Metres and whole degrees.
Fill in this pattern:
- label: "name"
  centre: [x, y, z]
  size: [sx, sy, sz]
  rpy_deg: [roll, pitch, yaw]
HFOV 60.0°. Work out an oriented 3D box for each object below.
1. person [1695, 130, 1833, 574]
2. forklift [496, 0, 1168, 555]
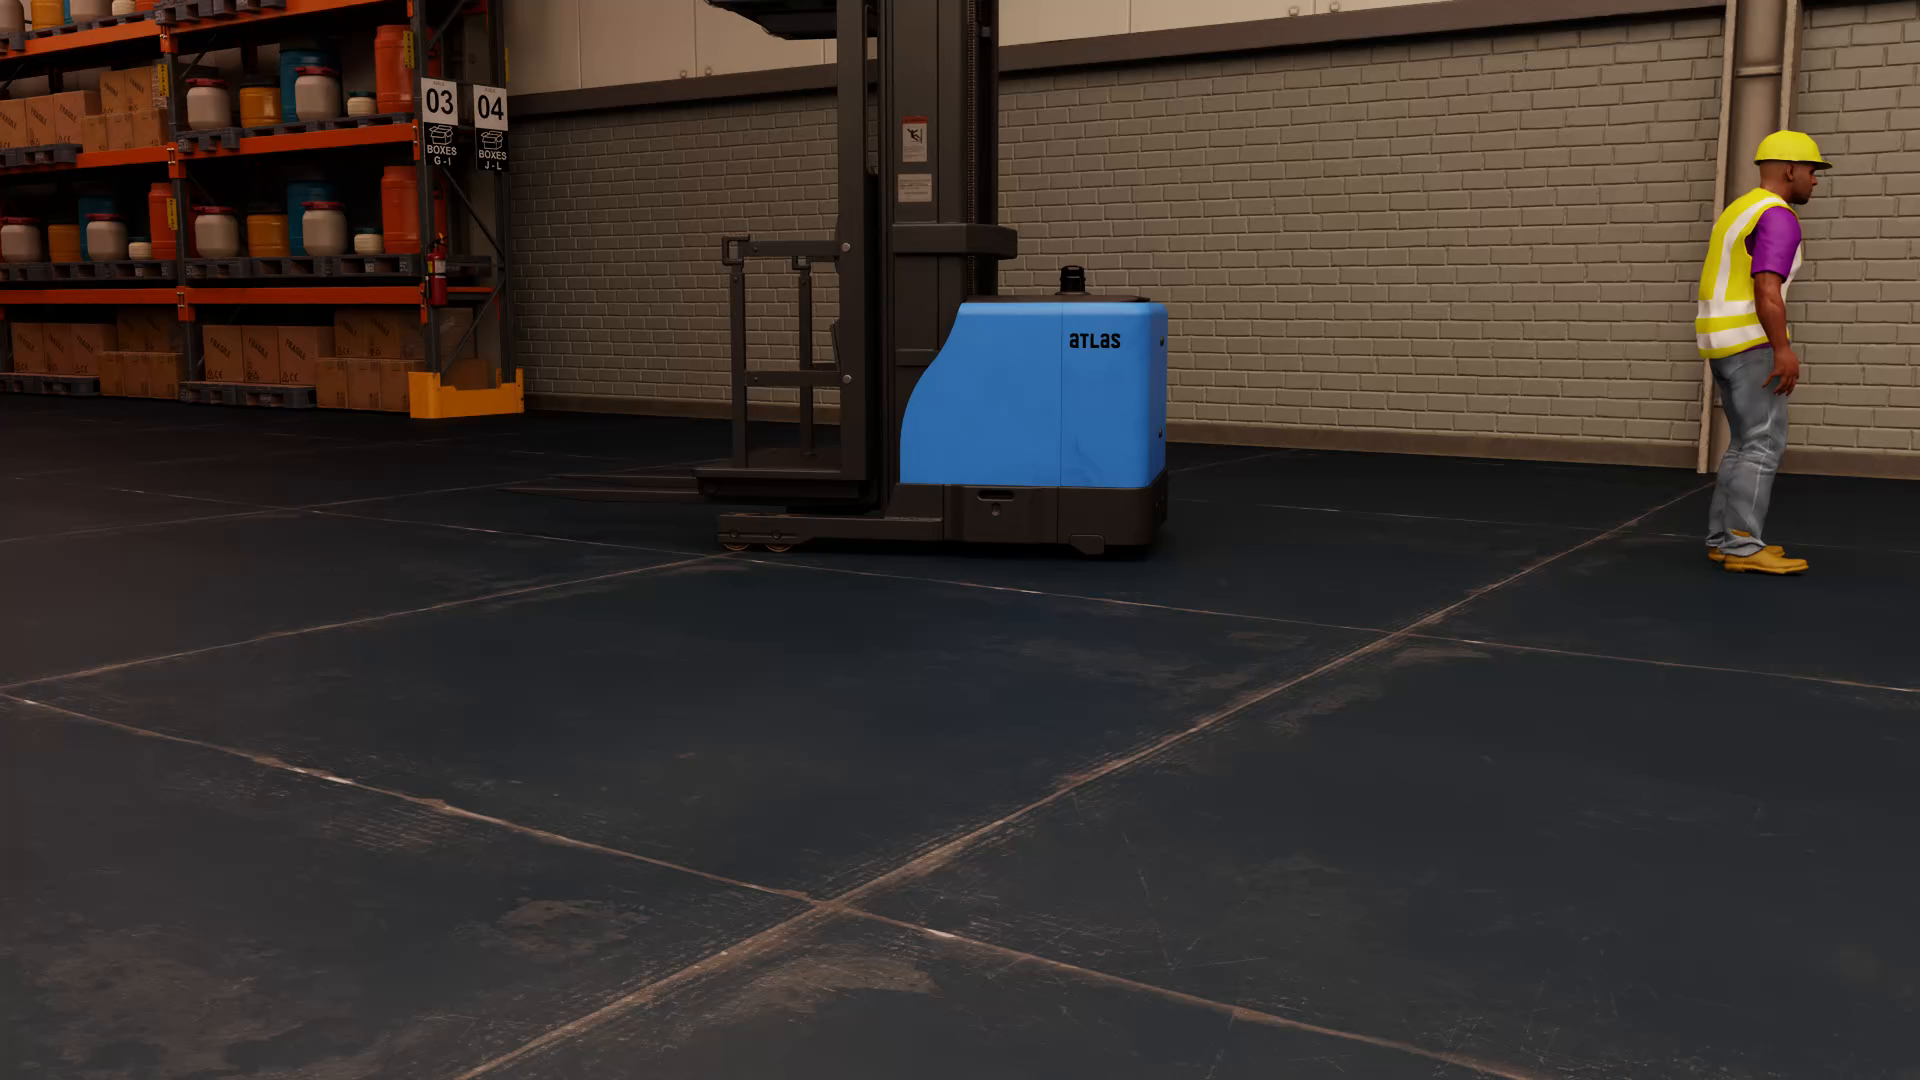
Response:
- label: "person"
  centre: [3.252, -0.767, 6.764]
  size: [0.462, 1.759, 0.632]
  rpy_deg: [2, 8, 11]
- label: "forklift"
  centre: [-0.596, -1.469, 7.520]
  size: [3.031, 2.935, 1.130]
  rpy_deg: [2, 8, 12]
